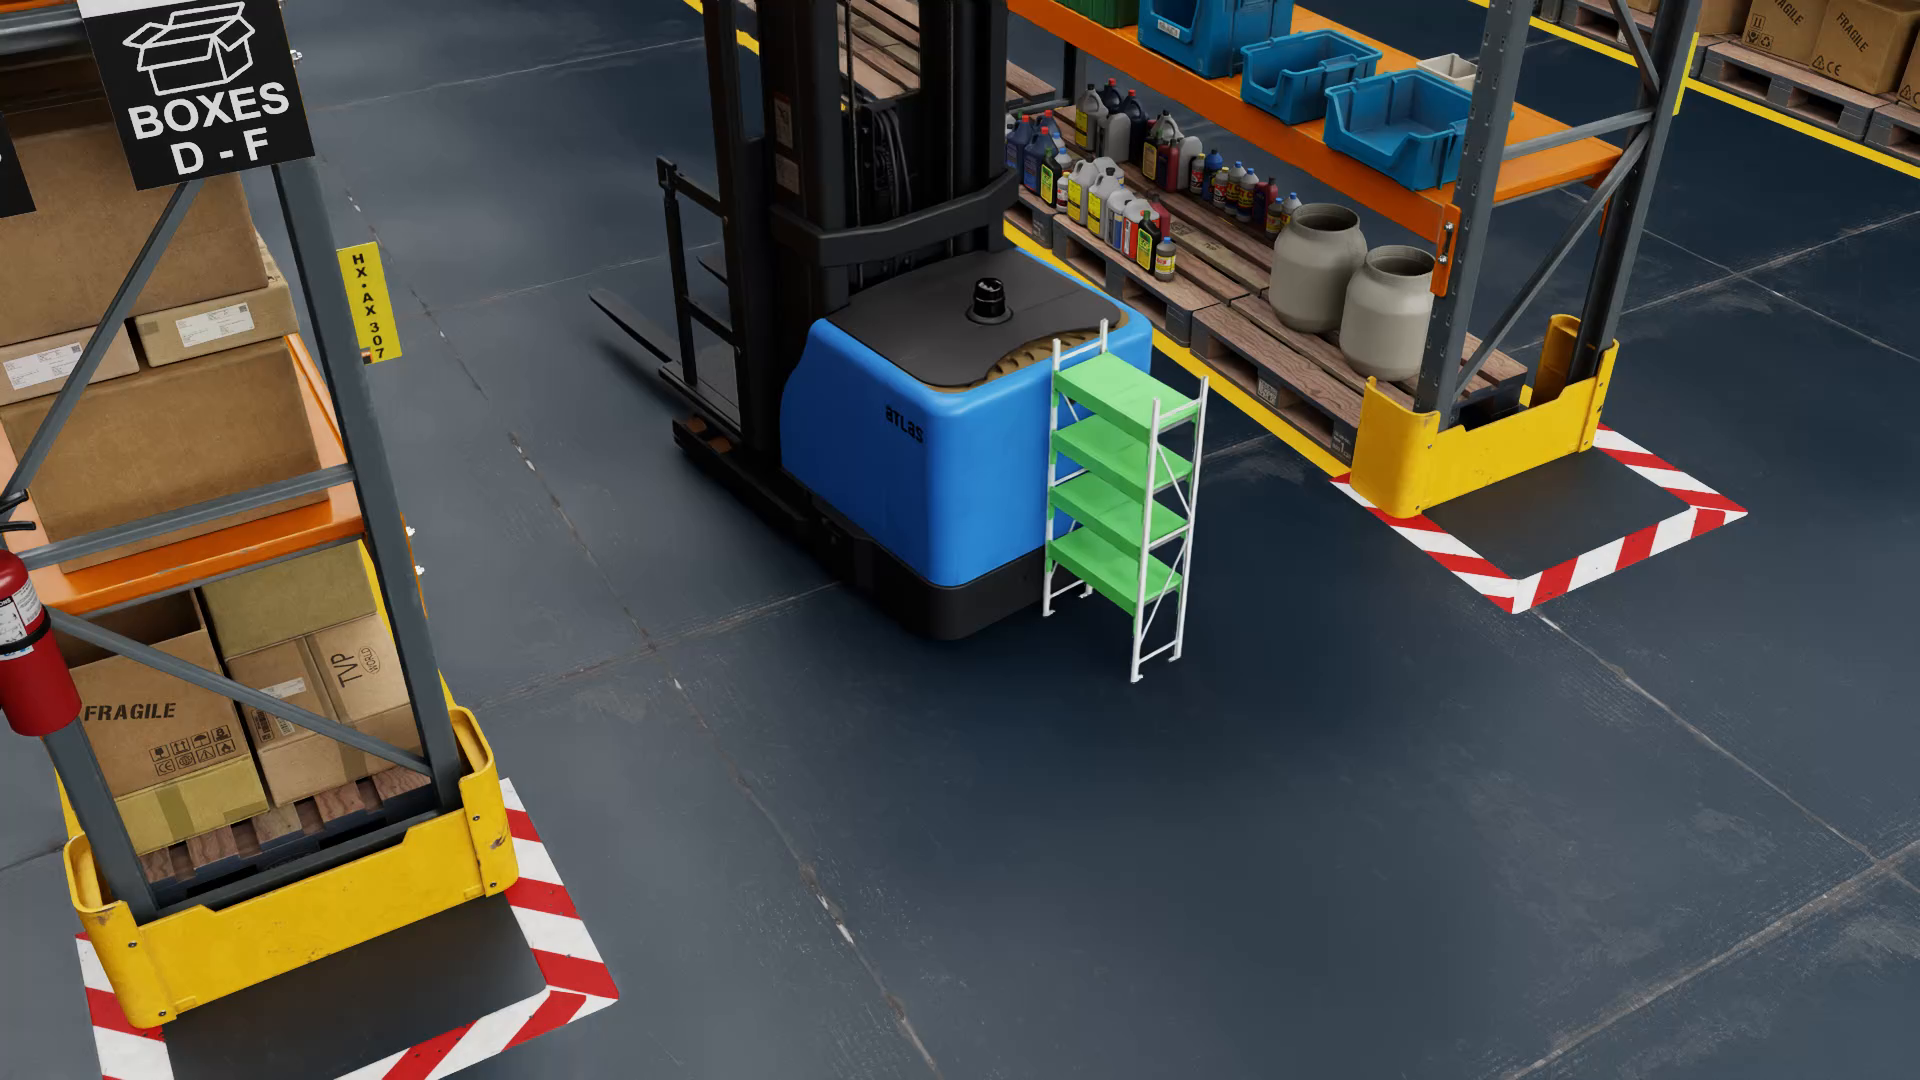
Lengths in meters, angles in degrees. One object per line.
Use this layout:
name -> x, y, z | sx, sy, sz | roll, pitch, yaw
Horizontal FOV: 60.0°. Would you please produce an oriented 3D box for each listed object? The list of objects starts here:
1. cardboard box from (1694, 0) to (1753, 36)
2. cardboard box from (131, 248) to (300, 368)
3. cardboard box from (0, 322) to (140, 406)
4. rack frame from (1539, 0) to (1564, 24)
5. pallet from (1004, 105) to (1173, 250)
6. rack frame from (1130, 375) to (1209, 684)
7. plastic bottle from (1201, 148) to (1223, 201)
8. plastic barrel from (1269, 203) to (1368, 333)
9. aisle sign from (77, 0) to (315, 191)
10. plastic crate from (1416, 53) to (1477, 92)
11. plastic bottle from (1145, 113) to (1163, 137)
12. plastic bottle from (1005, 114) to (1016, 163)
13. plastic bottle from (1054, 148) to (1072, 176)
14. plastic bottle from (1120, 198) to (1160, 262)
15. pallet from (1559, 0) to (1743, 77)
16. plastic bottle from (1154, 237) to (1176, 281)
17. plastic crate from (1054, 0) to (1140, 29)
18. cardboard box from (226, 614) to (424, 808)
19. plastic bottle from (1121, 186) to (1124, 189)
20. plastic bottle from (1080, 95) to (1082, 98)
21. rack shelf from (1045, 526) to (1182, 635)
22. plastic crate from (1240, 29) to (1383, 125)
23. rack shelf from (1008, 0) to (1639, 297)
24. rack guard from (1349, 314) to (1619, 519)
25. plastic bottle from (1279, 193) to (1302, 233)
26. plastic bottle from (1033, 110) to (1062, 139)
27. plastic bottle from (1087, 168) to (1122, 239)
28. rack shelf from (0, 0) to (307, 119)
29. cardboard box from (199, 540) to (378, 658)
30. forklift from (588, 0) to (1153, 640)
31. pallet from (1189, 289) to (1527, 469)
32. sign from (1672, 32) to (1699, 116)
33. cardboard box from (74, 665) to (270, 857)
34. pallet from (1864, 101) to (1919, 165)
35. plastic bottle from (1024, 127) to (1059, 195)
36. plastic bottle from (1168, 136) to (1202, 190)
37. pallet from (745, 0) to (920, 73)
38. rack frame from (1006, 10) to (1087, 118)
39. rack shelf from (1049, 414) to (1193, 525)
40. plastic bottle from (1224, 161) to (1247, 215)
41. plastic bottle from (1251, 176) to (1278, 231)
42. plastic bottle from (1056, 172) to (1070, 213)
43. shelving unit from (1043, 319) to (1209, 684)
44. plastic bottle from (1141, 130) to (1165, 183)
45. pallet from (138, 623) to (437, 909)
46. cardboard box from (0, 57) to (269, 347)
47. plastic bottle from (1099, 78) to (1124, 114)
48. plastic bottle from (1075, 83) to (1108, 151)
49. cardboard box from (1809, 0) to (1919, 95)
cardboard box -> 5.036, -3.683, 11.013 | 0.500, 0.500, 0.500 | -7, 37, -9
cardboard box -> -1.993, -0.621, 4.423 | 0.380, 0.149, 0.250 | -19, 40, -24
cardboard box -> -2.339, -0.496, 4.251 | 0.380, 0.149, 0.250 | -20, 40, -25
rack frame -> 4.575, -5.028, 11.092 | 1.000, 3.000, 0.127 | -19, 40, -24
pallet -> 0.594, -2.080, 9.419 | 1.003, 0.211, 1.213 | -19, 40, -24
rack frame -> 0.717, -0.010, 5.746 | 0.240, 1.200, 0.015 | -25, 43, -30
plastic bottle -> 1.336, -1.943, 8.807 | 0.097, 0.271, 0.097 | 0, 36, 0
plastic barrel -> 1.654, -1.254, 7.678 | 0.421, 0.512, 0.421 | 0, 36, 0
aisle sign -> -1.685, -1.162, 3.594 | 0.394, 0.787, 0.004 | -19, 40, -24
plastic crate -> 2.131, -1.966, 7.122 | 0.298, 0.136, 0.250 | -19, 40, -24
plastic bottle -> 1.080, -2.230, 9.190 | 0.061, 0.283, 0.133 | -16, 39, -21
plastic bottle -> 0.260, -2.189, 9.141 | 0.152, 0.276, 0.135 | -17, 40, -22
plastic bottle -> 0.540, -1.942, 8.806 | 0.097, 0.271, 0.097 | 0, 36, 0
plastic bottle -> 0.897, -1.542, 8.254 | 0.152, 0.276, 0.135 | -19, 40, -24
pallet -> 4.943, -3.570, 11.460 | 1.003, 0.211, 1.213 | -19, 40, -24
plastic bottle -> 1.000, -1.375, 8.089 | 0.097, 0.201, 0.097 | 0, 36, 0
plastic crate -> 0.730, -2.699, 8.082 | 0.450, 0.188, 0.662 | -19, 40, -24
cardboard box -> -2.060, 0.546, 5.434 | 0.500, 0.250, 0.500 | -19, 40, -24
plastic bottle -> 0.824, -1.724, 8.567 | 0.097, 0.201, 0.097 | 0, 36, 0
plastic bottle -> 0.744, -2.516, 9.651 | 0.097, 0.201, 0.097 | 0, 36, 0
rack shelf -> 0.566, 0.123, 6.080 | 0.258, 0.148, 0.480 | -25, 43, -30
plastic crate -> 1.471, -1.960, 7.017 | 0.499, 0.251, 0.408 | -19, 40, -24
rack shelf -> 1.297, -2.250, 7.898 | 1.077, 0.370, 4.000 | -19, 40, -24
rack guard -> 2.223, -0.536, 7.060 | 1.175, 0.500, 0.348 | -19, 40, -24
plastic bottle -> 1.661, -1.614, 8.357 | 0.097, 0.271, 0.097 | 0, 36, 0
plastic bottle -> 0.464, -2.177, 9.060 | 0.144, 0.351, 0.185 | -19, 40, -24
plastic bottle -> 0.741, -1.726, 8.443 | 0.144, 0.351, 0.185 | -17, 40, -22
rack shelf -> -2.987, -1.996, 5.006 | 1.077, 0.370, 4.000 | -19, 40, -24
cardboard box -> -2.312, -0.011, 5.561 | 0.500, 0.500, 0.500 | -19, 40, -24
forklift -> -0.589, -1.621, 6.485 | 1.130, 2.935, 3.031 | -25, 43, -30
pallet -> 1.820, -0.836, 7.715 | 1.003, 0.211, 1.213 | -19, 40, -24
sign -> 2.780, -1.794, 6.428 | 0.100, 0.325, 0.005 | -19, 40, -24
cardboard box -> -2.507, 0.700, 5.224 | 0.500, 0.250, 0.500 | -19, 40, -24
pallet -> 6.169, -2.326, 9.756 | 1.003, 0.211, 1.213 | -19, 40, -24
plastic bottle -> 0.434, -2.038, 8.870 | 0.144, 0.351, 0.185 | -21, 41, -26
plastic bottle -> 1.202, -2.049, 8.948 | 0.152, 0.276, 0.135 | -18, 40, -23
pallet -> -0.753, -3.447, 11.290 | 1.003, 0.211, 1.213 | -19, 40, -24
rack frame -> 0.293, -3.561, 9.082 | 1.000, 3.000, 0.127 | -19, 40, -24
rack shelf -> 0.566, -0.265, 5.797 | 0.258, 0.148, 0.480 | -25, 43, -30
plastic bottle -> 1.438, -1.840, 8.666 | 0.097, 0.271, 0.097 | 0, 36, 0
plastic bottle -> 1.563, -1.739, 8.518 | 0.061, 0.283, 0.133 | -18, 40, -23
plastic bottle -> 0.556, -1.826, 8.707 | 0.097, 0.201, 0.097 | 0, 36, 0
shelving unit -> 0.566, -0.123, 5.901 | 0.258, 1.200, 0.503 | -25, 43, -30
plastic bottle -> 1.048, -2.092, 9.002 | 0.061, 0.283, 0.133 | -19, 40, -24
pallet -> -2.403, 0.693, 5.622 | 1.003, 0.211, 1.213 | -19, 40, -24
cardboard box -> -2.233, -0.888, 4.238 | 0.700, 0.500, 0.500 | -19, 40, -24
plastic bottle -> 0.865, -2.426, 9.401 | 0.144, 0.351, 0.185 | -20, 41, -25
plastic bottle -> 0.741, -2.383, 9.342 | 0.144, 0.351, 0.185 | -19, 40, -24
cardboard box -> 5.657, -3.092, 10.203 | 0.500, 0.500, 0.500 | -15, 39, -20
